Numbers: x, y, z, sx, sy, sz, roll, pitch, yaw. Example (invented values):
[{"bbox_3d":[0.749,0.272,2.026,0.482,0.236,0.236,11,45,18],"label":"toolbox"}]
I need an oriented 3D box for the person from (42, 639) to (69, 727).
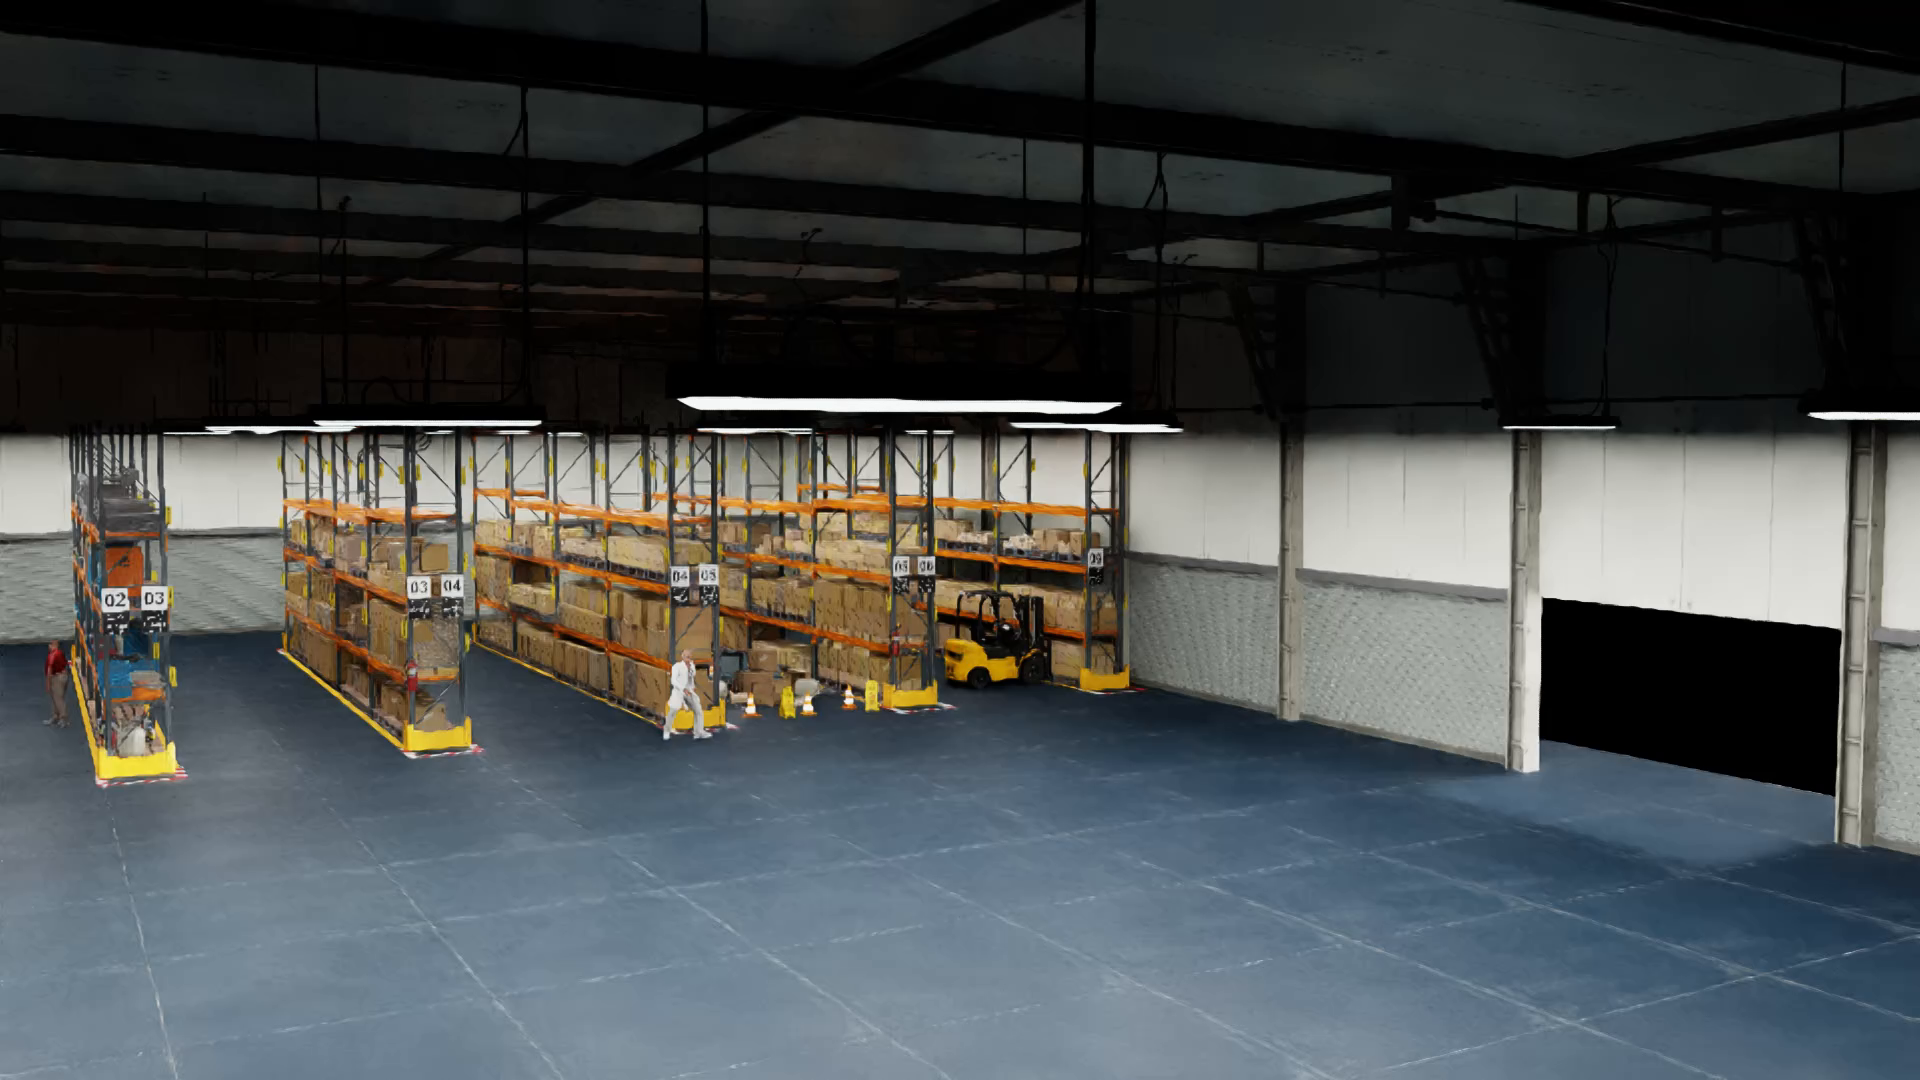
[{"bbox_3d":[-17.945,2.810,32.953,0.589,1.719,0.668,0,4,-7],"label":"person"}]

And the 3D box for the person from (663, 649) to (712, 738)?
[{"bbox_3d":[-5.243,3.001,31.503,0.901,1.523,0.724,3,5,44],"label":"person"}]
